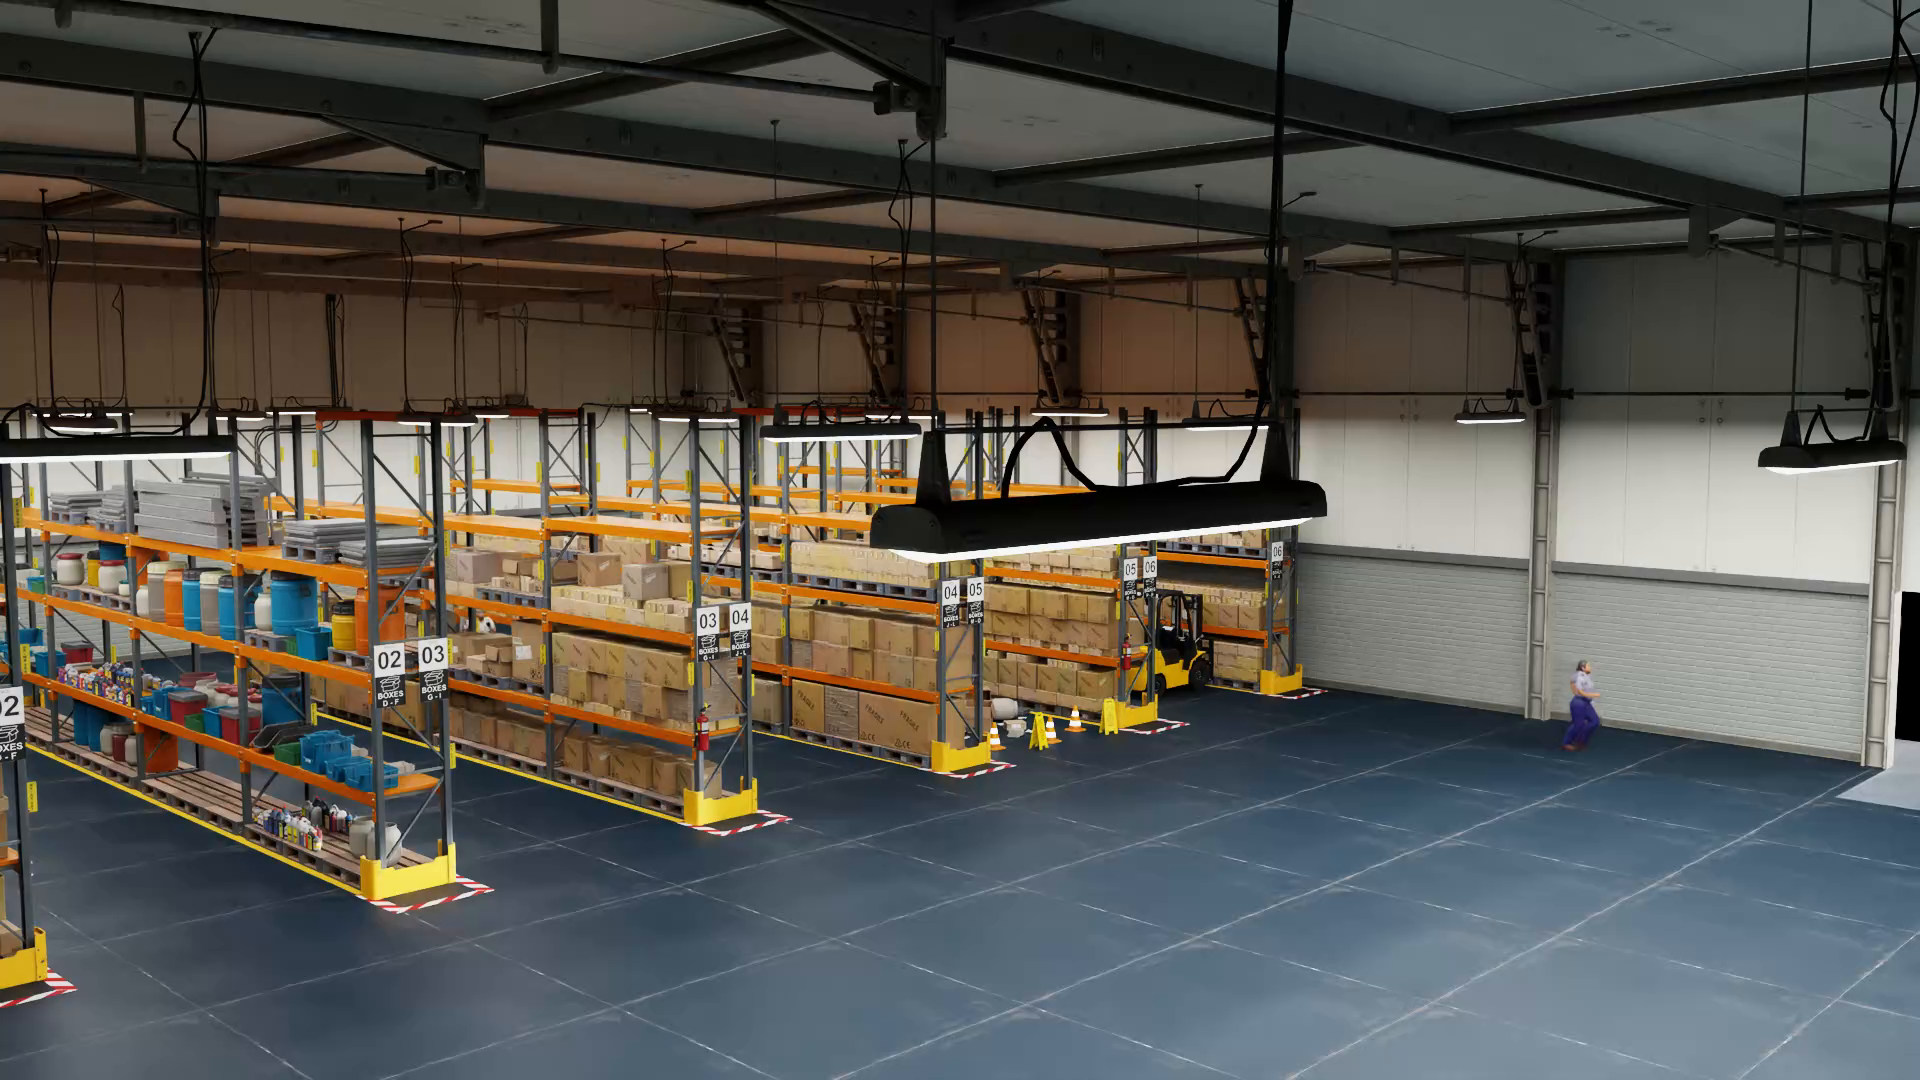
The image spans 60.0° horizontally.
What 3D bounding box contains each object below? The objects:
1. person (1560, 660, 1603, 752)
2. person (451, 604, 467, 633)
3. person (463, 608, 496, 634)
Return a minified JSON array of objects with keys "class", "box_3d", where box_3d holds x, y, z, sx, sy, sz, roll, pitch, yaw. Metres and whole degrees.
[{"class":"person","box_3d":[10.958,2.939,29.275,0.686,1.668,0.590,3,6,30]},{"class":"person","box_3d":[-12.127,1.968,40.325,0.509,1.578,0.639,2,6,24]},{"class":"person","box_3d":[-10.293,2.287,35.718,0.654,1.824,0.850,-4,7,-39]}]
